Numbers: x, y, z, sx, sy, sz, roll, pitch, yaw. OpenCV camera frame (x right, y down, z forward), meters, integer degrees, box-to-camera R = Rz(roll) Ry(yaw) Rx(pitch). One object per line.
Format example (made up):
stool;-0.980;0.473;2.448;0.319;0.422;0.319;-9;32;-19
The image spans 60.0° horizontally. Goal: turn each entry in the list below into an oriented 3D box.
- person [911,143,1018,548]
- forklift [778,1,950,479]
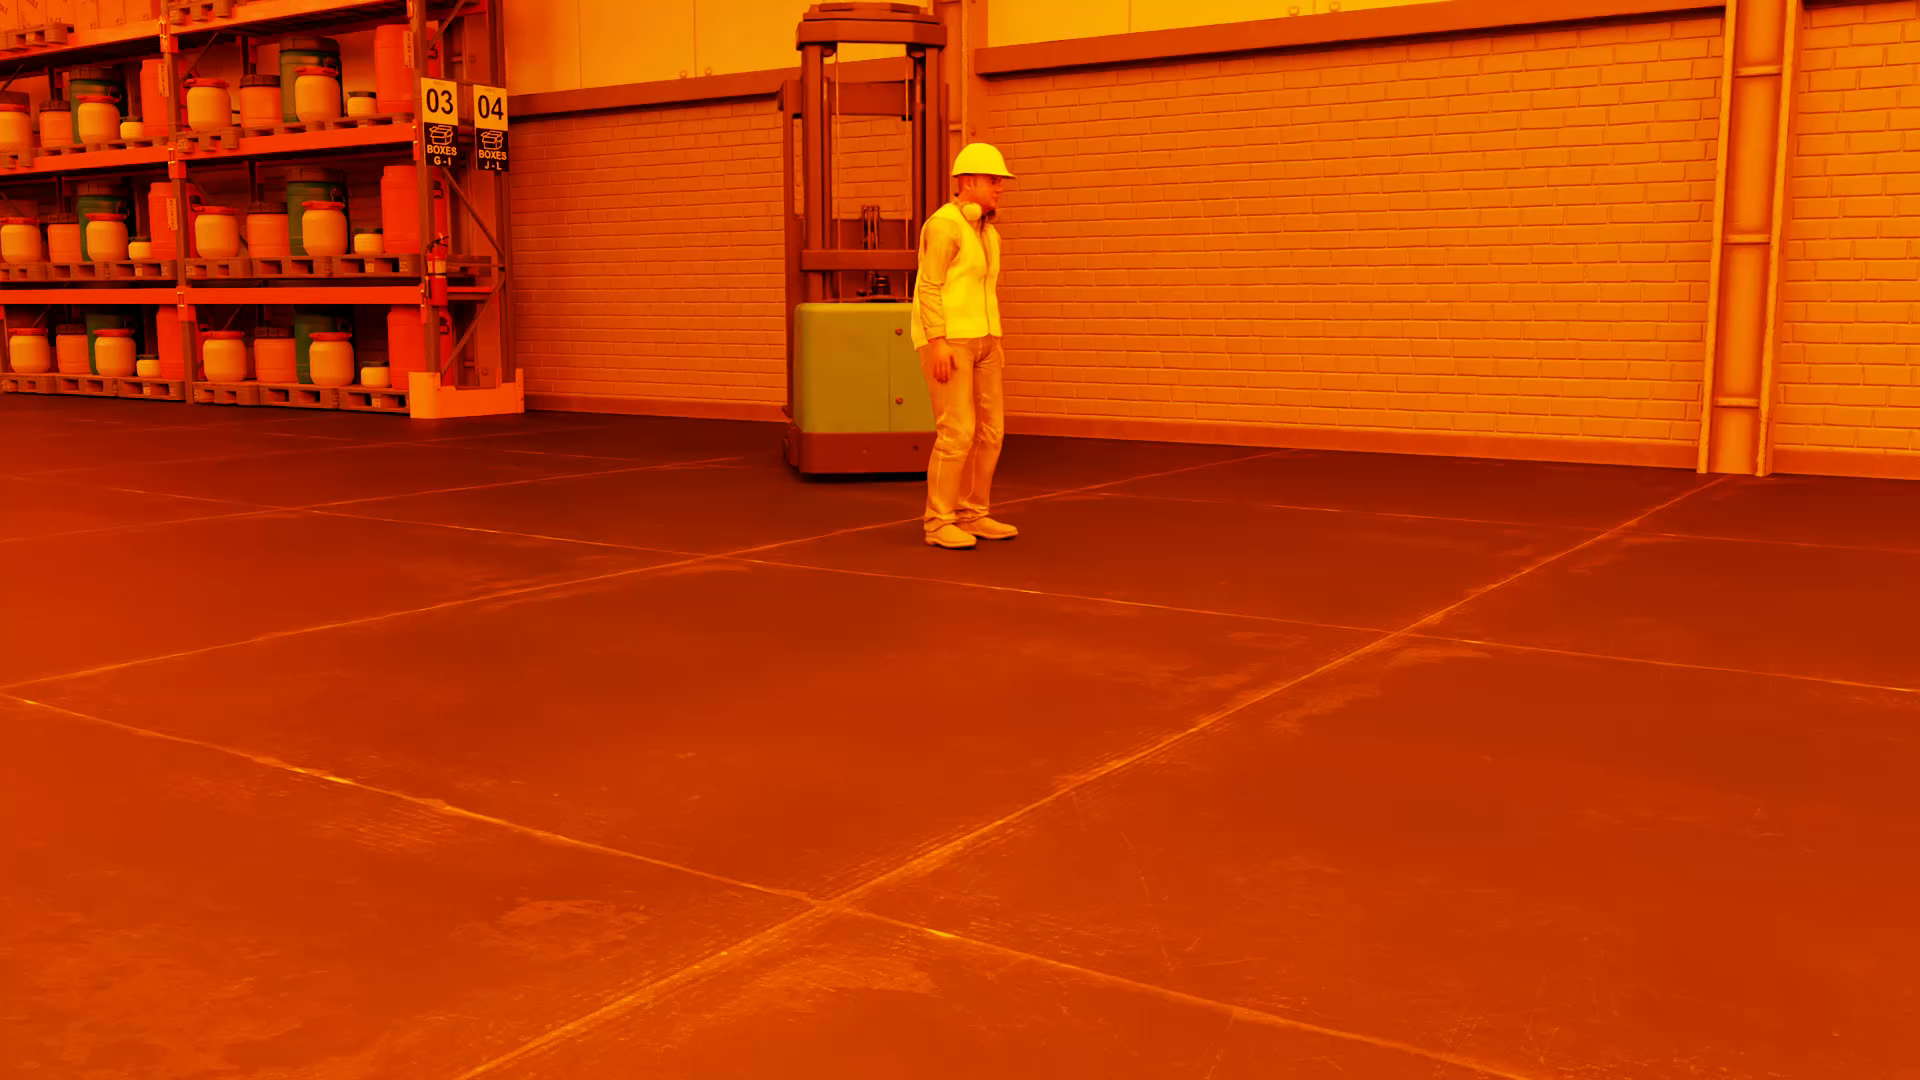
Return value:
person;0.025;-0.875;7.474;0.463;1.770;0.580;5;10;32
forklift;-0.649;-1.994;11.214;1.130;2.935;3.031;-1;8;-9
